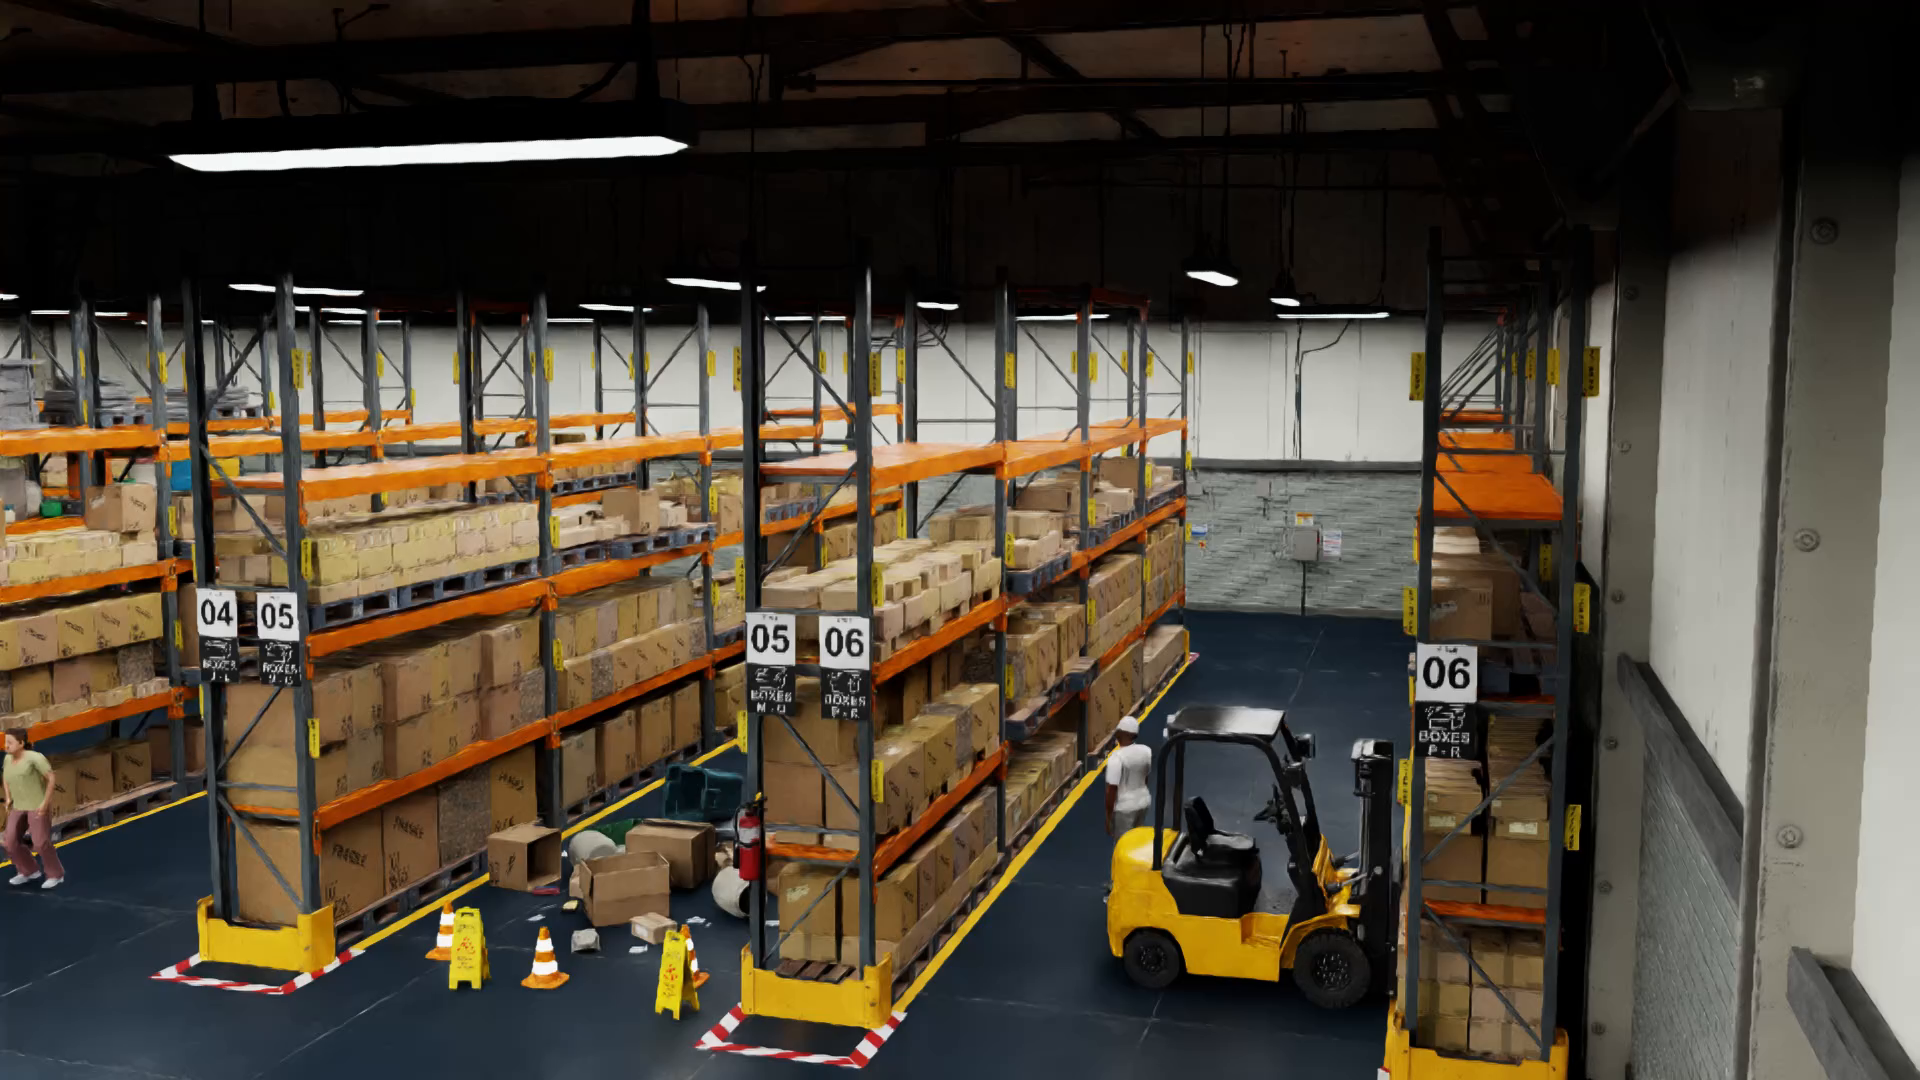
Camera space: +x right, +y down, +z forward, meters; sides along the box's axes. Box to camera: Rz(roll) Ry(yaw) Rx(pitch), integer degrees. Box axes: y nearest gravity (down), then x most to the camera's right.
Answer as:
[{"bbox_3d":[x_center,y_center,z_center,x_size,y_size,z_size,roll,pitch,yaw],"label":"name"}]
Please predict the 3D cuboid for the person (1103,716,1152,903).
[{"bbox_3d":[1.533,2.523,15.682,0.624,1.764,0.503,-6,9,-43],"label":"person"}]

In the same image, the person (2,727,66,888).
[{"bbox_3d":[-8.987,2.576,16.074,0.598,1.619,0.507,2,7,14],"label":"person"}]
